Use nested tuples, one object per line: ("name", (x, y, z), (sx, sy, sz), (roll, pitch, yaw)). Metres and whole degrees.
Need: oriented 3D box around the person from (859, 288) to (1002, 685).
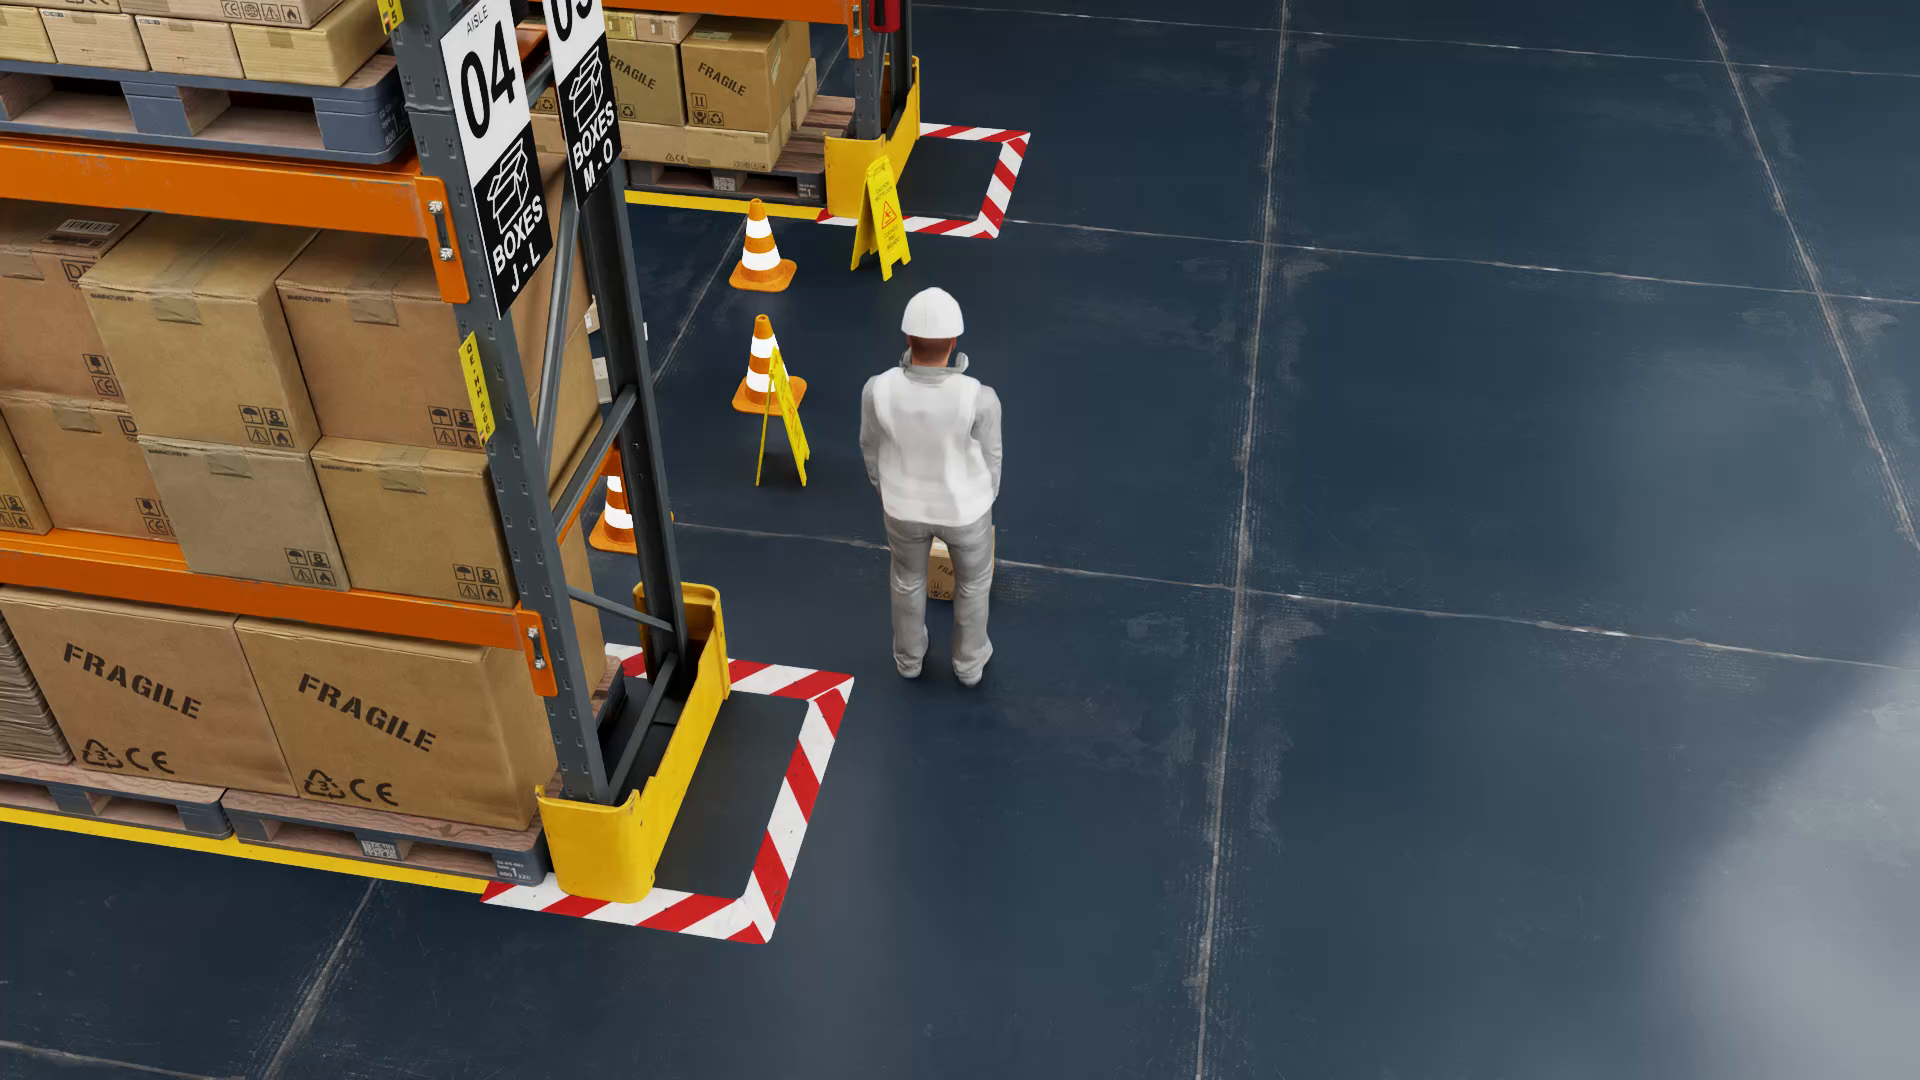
("person", (-0.105, -0.170, 6.357), (0.540, 1.757, 0.389), (7, 41, 9))
